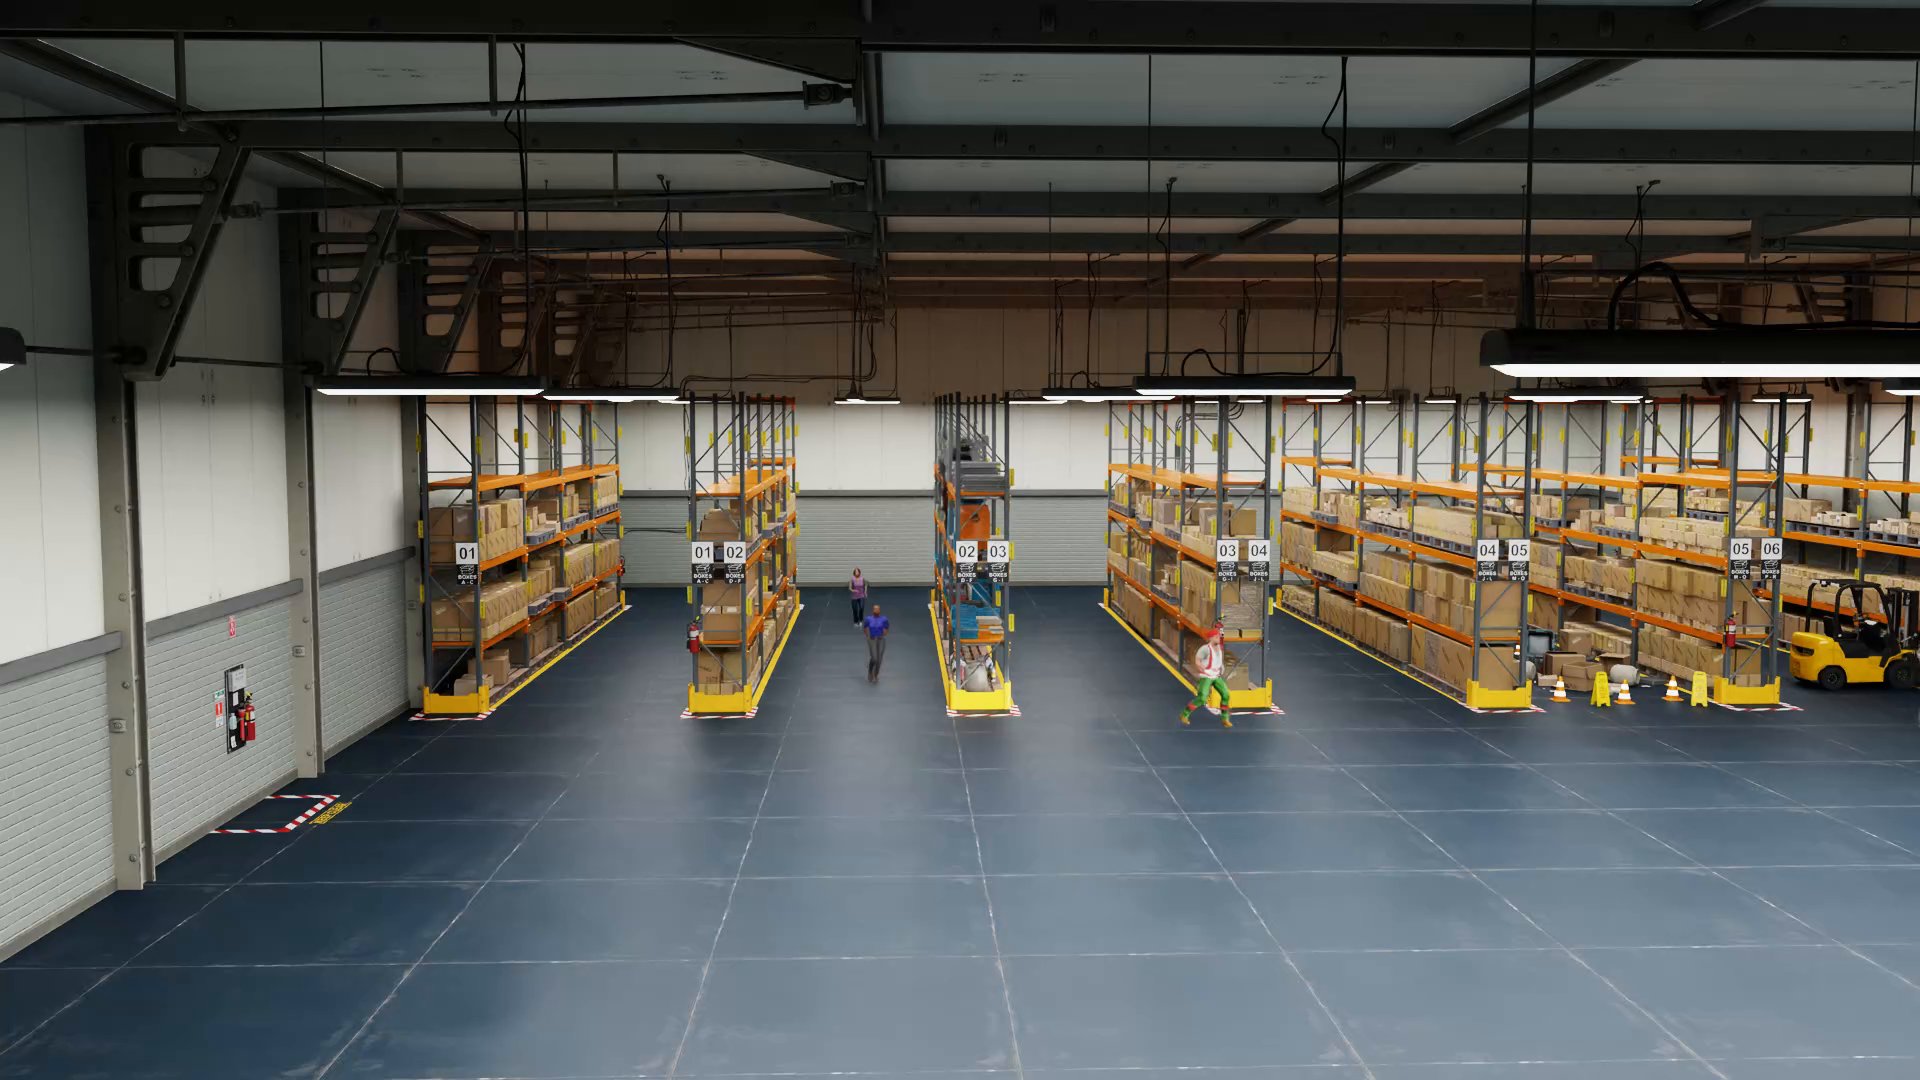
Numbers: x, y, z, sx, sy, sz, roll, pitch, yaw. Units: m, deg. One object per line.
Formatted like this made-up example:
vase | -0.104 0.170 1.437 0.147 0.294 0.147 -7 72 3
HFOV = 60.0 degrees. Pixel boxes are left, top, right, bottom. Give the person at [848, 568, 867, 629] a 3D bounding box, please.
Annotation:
person | -2.620 1.504 42.714 0.505 1.585 0.732 -1 5 -8

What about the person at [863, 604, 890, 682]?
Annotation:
person | -1.716 2.147 34.486 0.555 1.634 0.624 -1 5 -9

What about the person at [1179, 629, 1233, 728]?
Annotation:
person | 4.449 2.476 29.744 0.899 1.775 0.766 -4 6 -42
